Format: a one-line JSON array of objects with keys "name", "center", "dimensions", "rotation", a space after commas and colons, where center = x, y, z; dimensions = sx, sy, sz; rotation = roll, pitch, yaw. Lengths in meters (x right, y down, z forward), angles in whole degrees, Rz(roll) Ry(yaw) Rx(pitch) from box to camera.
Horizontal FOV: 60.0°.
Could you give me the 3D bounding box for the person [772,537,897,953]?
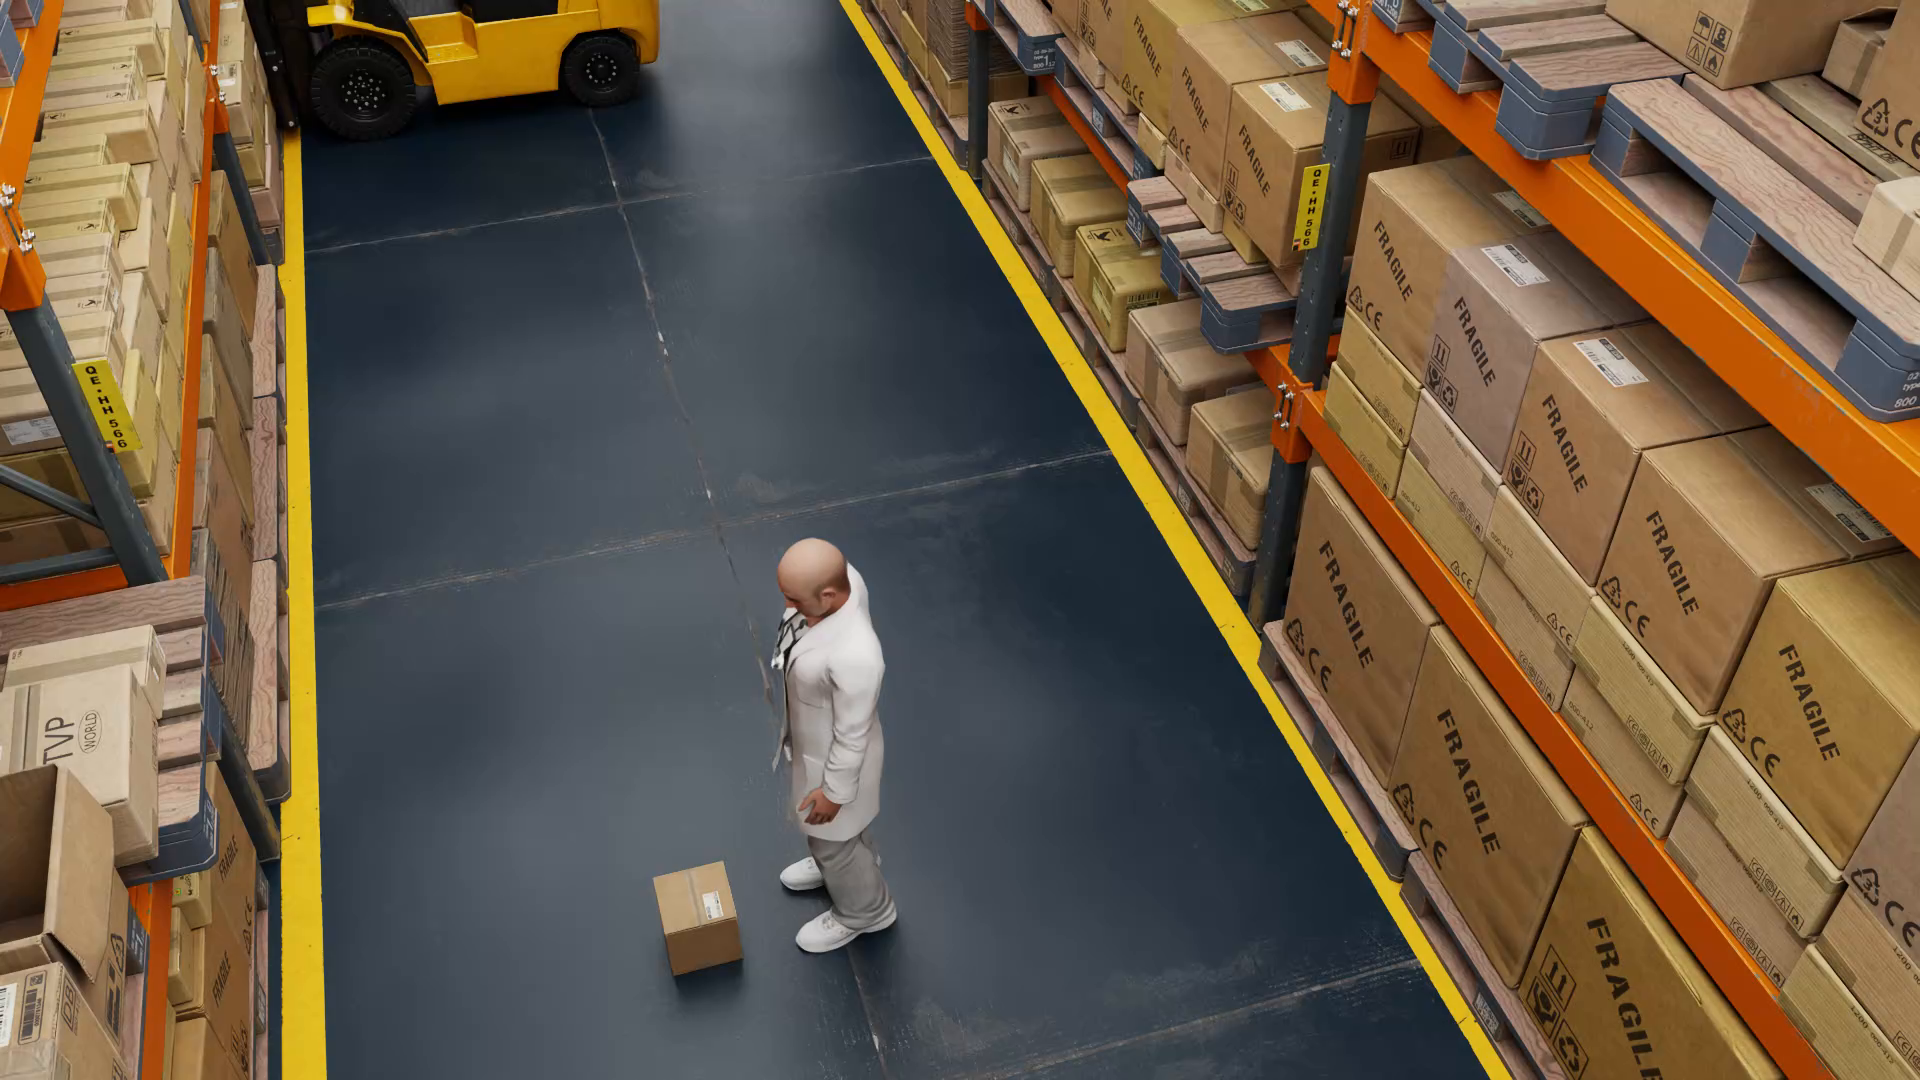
[{"name": "person", "center": [-0.432, 0.723, 5.476], "dimensions": [0.379, 1.634, 0.560], "rotation": [-11, 43, -12]}]
